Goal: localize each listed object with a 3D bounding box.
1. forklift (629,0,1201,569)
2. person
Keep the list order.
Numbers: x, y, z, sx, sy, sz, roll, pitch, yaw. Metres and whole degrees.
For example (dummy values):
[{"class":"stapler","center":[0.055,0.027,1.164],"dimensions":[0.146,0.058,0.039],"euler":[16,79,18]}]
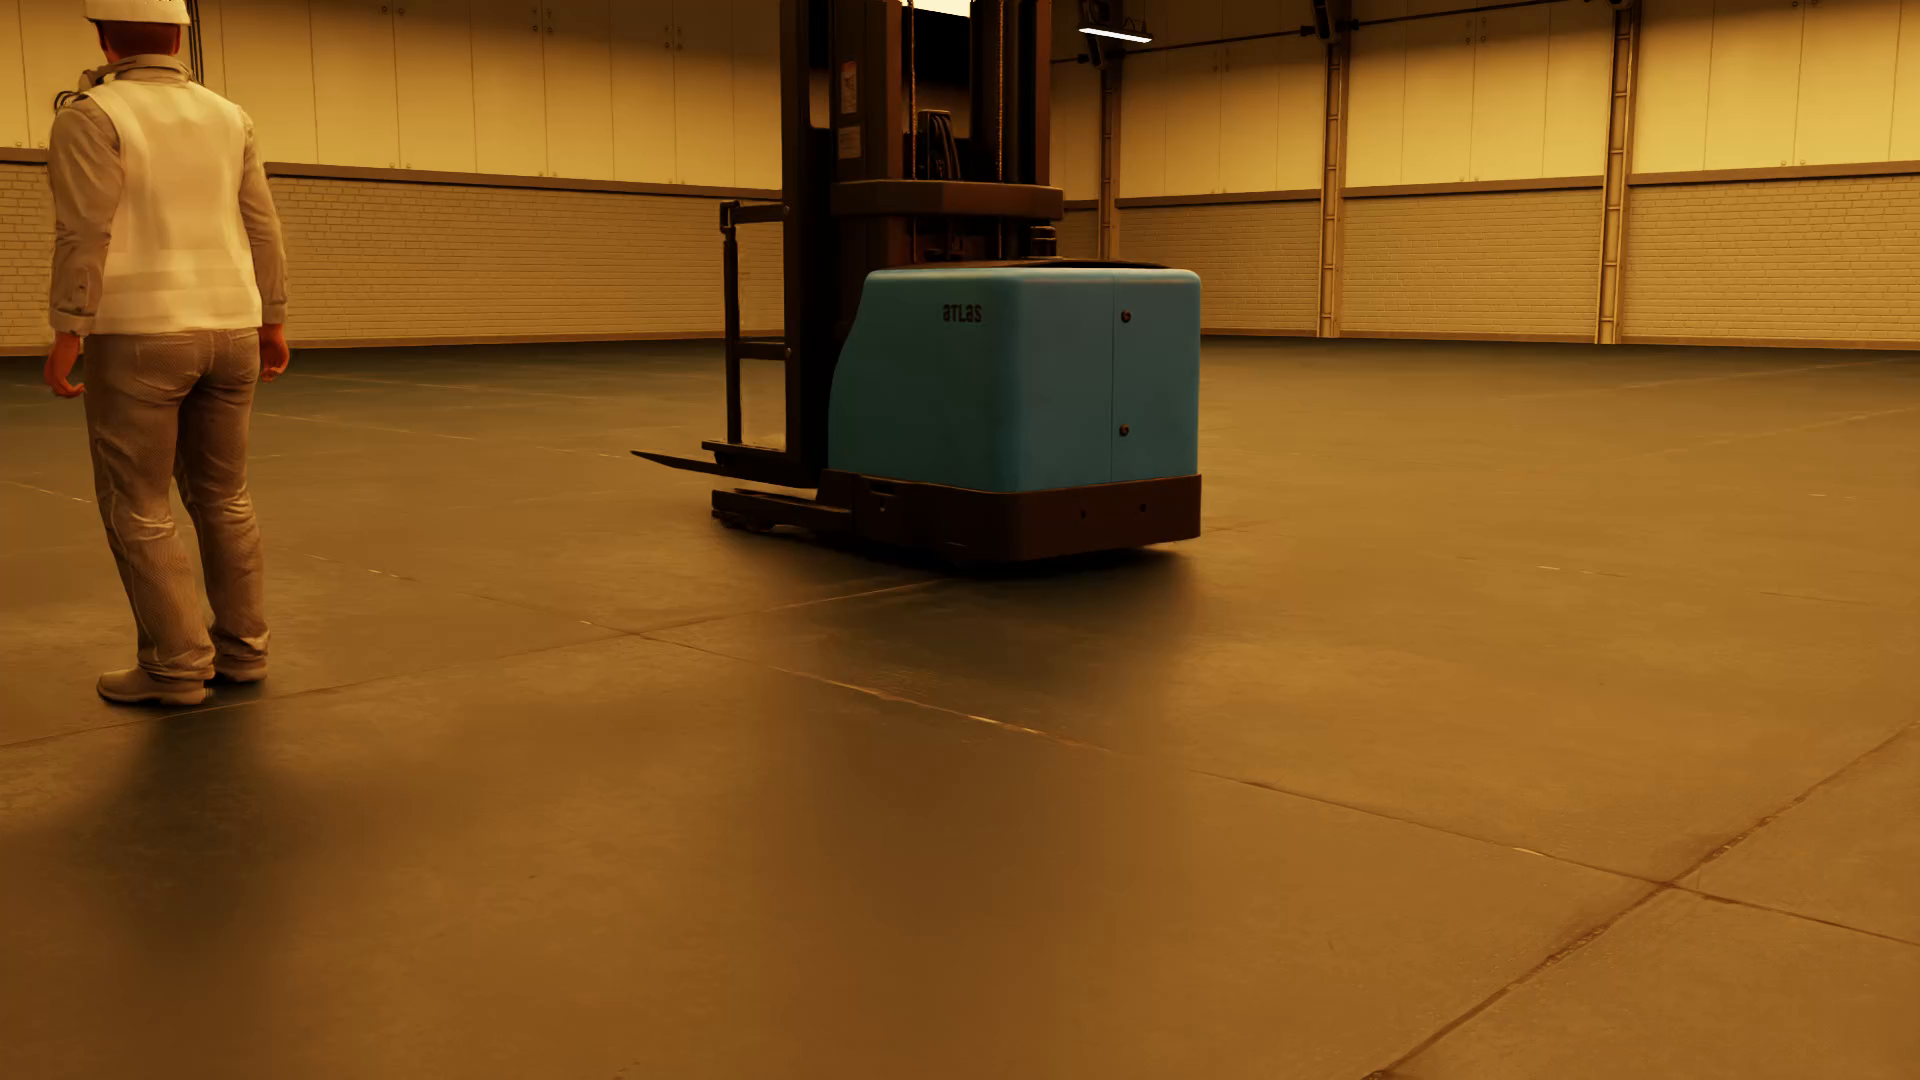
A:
[{"class":"forklift","center":[-0.402,-1.519,6.965],"dimensions":[1.130,2.935,3.031],"euler":[-7,11,-38]},{"class":"person","center":[-1.956,-0.498,4.080],"dimensions":[0.411,1.775,0.632],"euler":[4,10,27]}]
